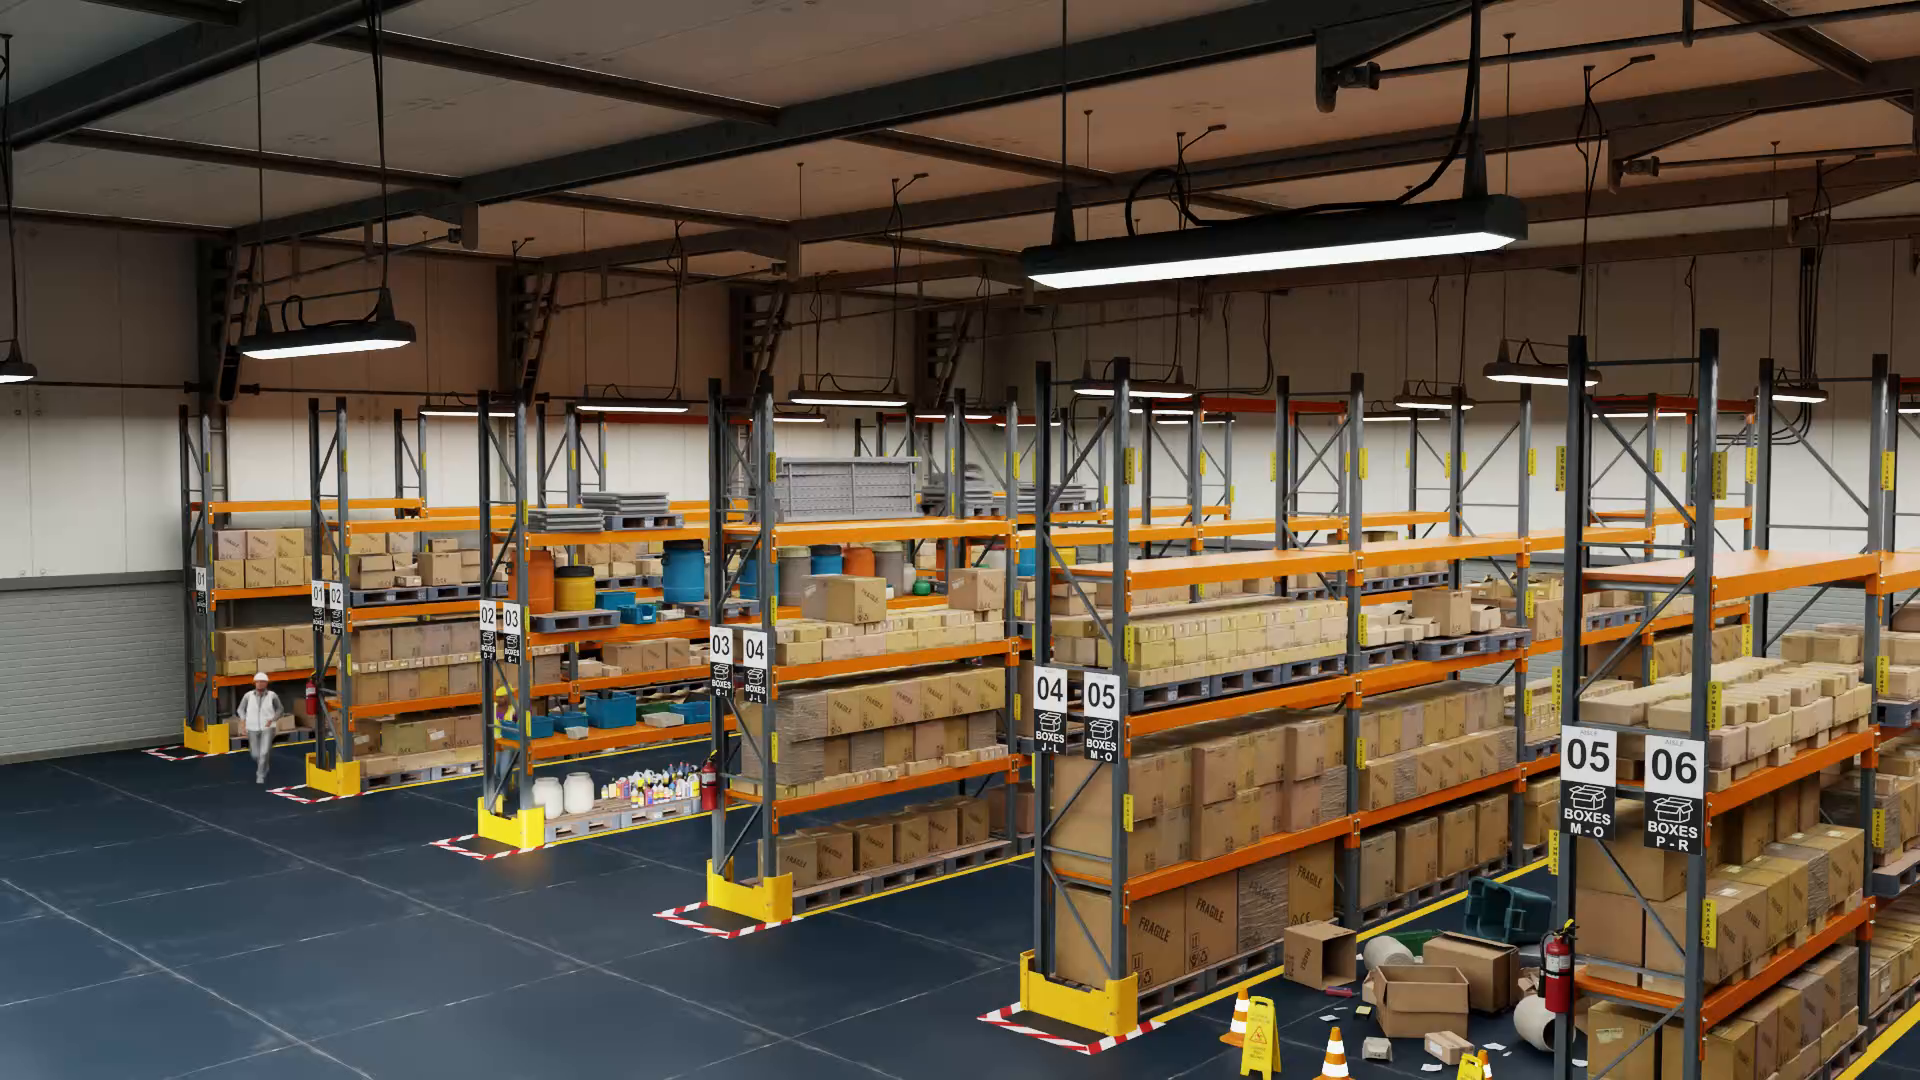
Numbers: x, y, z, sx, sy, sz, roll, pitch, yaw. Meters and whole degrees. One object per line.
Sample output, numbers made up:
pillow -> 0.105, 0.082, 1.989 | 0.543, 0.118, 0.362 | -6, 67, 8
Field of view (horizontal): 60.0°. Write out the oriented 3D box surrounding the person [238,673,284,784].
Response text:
person -> -10.966, 2.934, 26.087 | 0.677, 1.727, 0.645 | -1, 3, -16

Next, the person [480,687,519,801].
person -> -6.773, 3.017, 24.703 | 0.701, 1.700, 0.591 | 0, 3, 4
